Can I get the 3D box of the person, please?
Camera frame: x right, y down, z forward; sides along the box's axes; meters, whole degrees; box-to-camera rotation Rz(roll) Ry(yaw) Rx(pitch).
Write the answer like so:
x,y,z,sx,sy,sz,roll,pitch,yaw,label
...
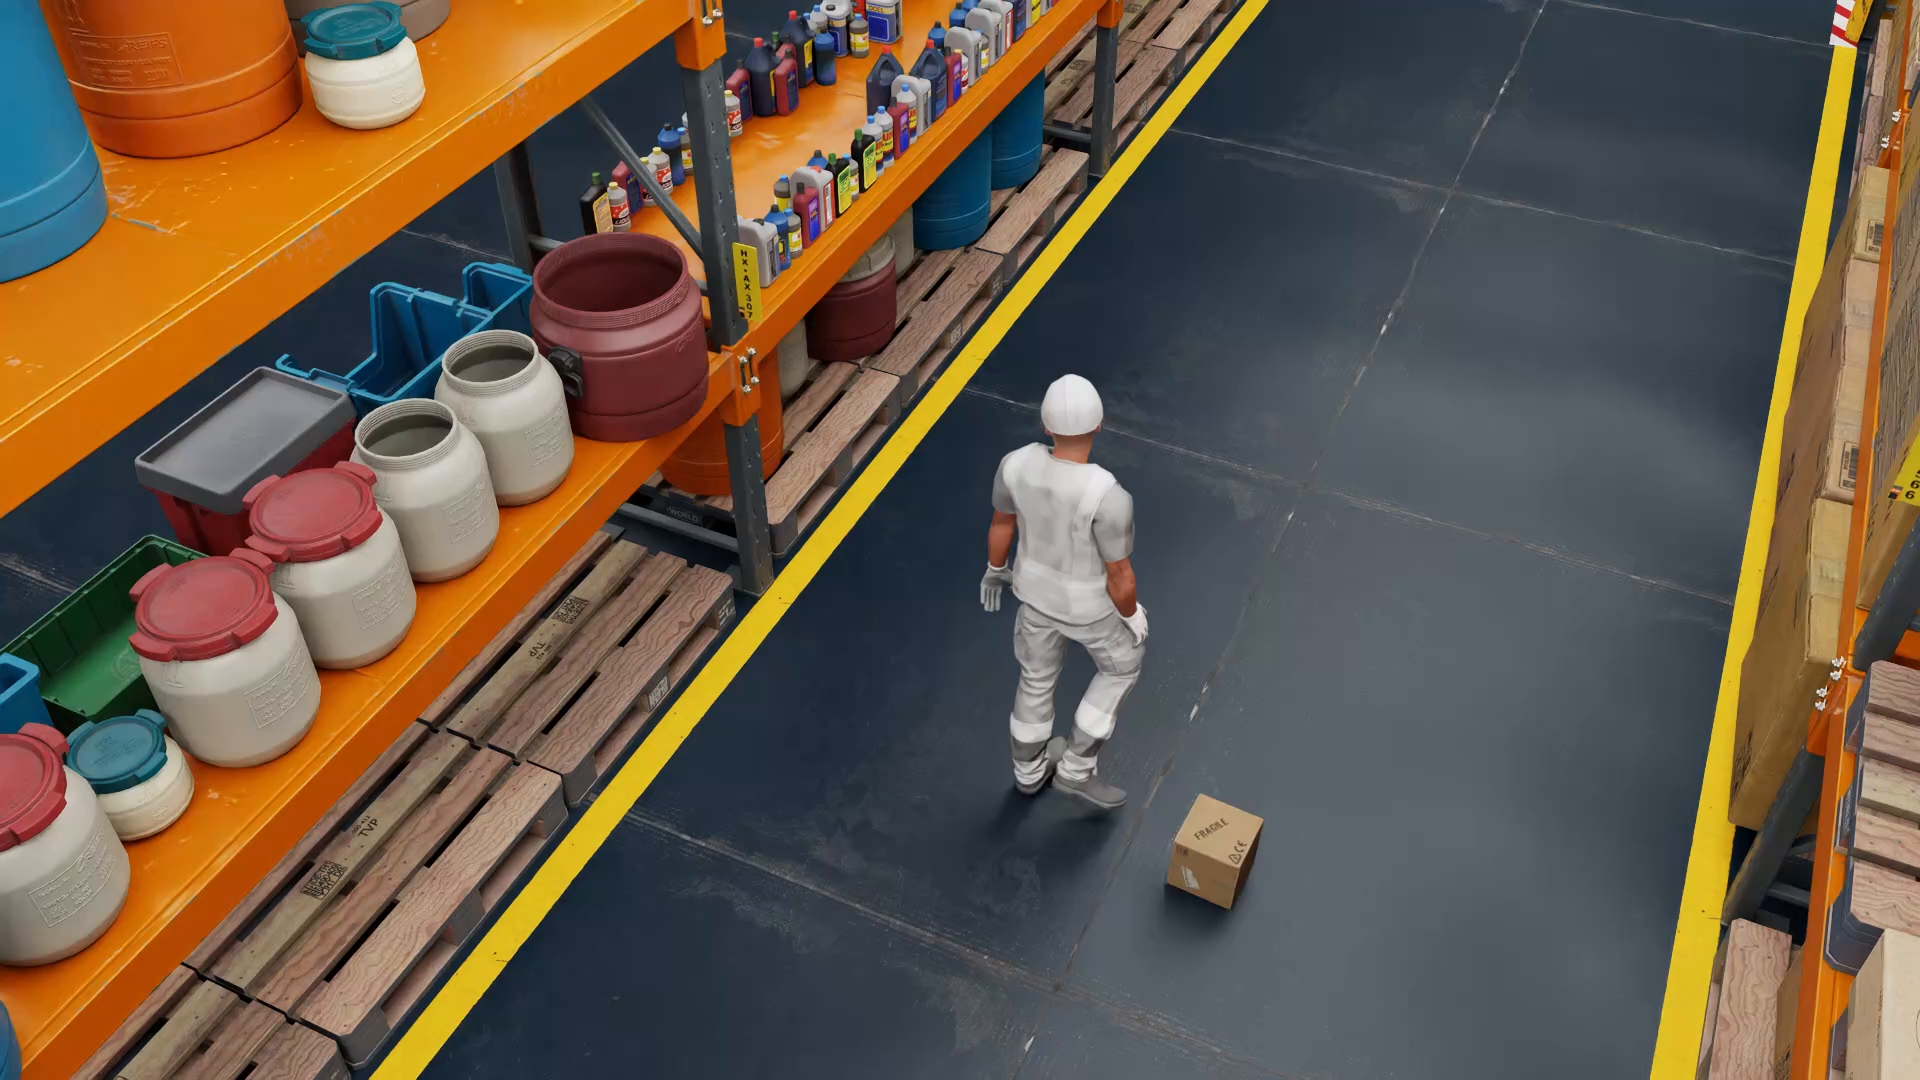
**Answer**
x,y,z,sx,sy,sz,roll,pitch,yaw,label
0.379,0.212,5.876,0.672,1.772,0.436,26,48,26,person
